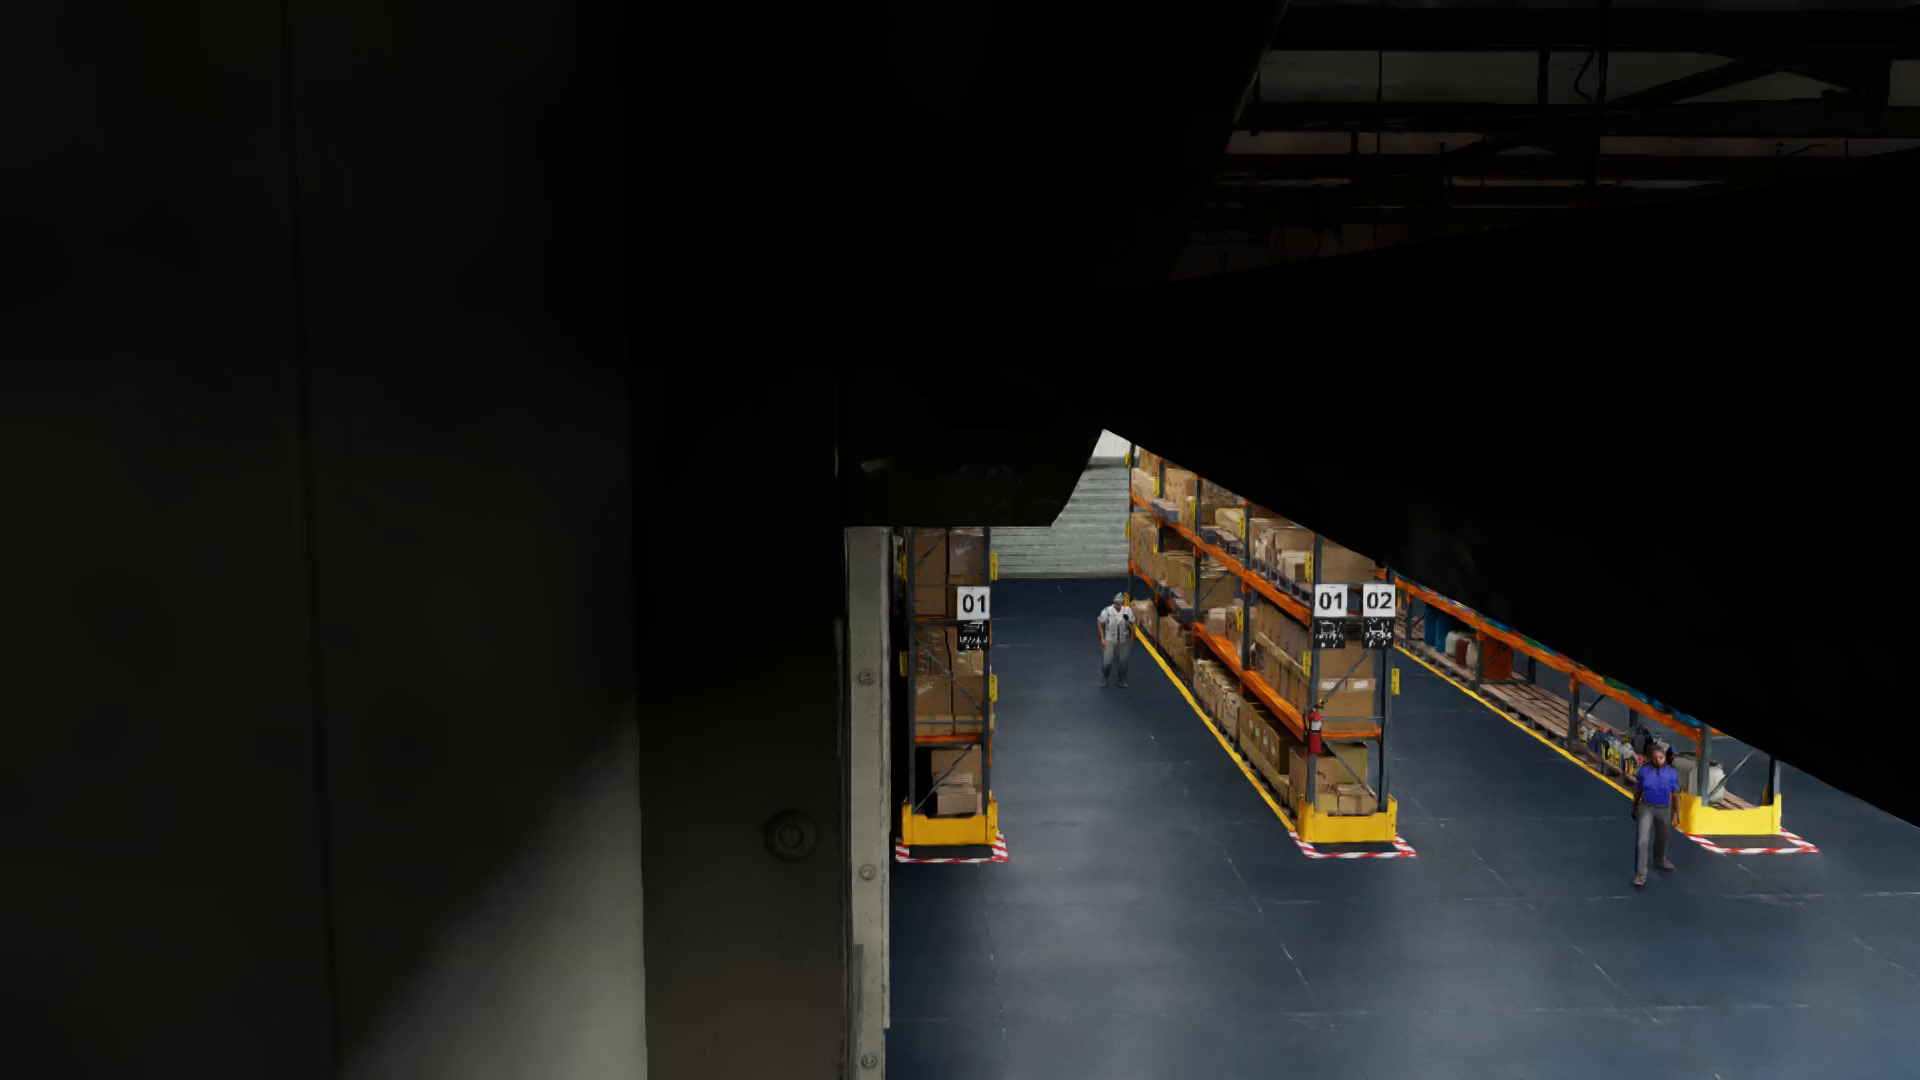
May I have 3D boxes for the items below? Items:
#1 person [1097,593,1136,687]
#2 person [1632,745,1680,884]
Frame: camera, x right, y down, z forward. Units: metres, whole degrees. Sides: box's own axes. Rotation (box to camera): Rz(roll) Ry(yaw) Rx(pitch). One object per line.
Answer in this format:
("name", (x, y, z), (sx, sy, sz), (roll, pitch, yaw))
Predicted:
("person", (2.748, 1.745, 29.254), (0.682, 1.715, 0.542), (-1, 7, -4))
("person", (7.991, 3.158, 19.098), (0.502, 1.483, 0.943), (3, 8, 19))
